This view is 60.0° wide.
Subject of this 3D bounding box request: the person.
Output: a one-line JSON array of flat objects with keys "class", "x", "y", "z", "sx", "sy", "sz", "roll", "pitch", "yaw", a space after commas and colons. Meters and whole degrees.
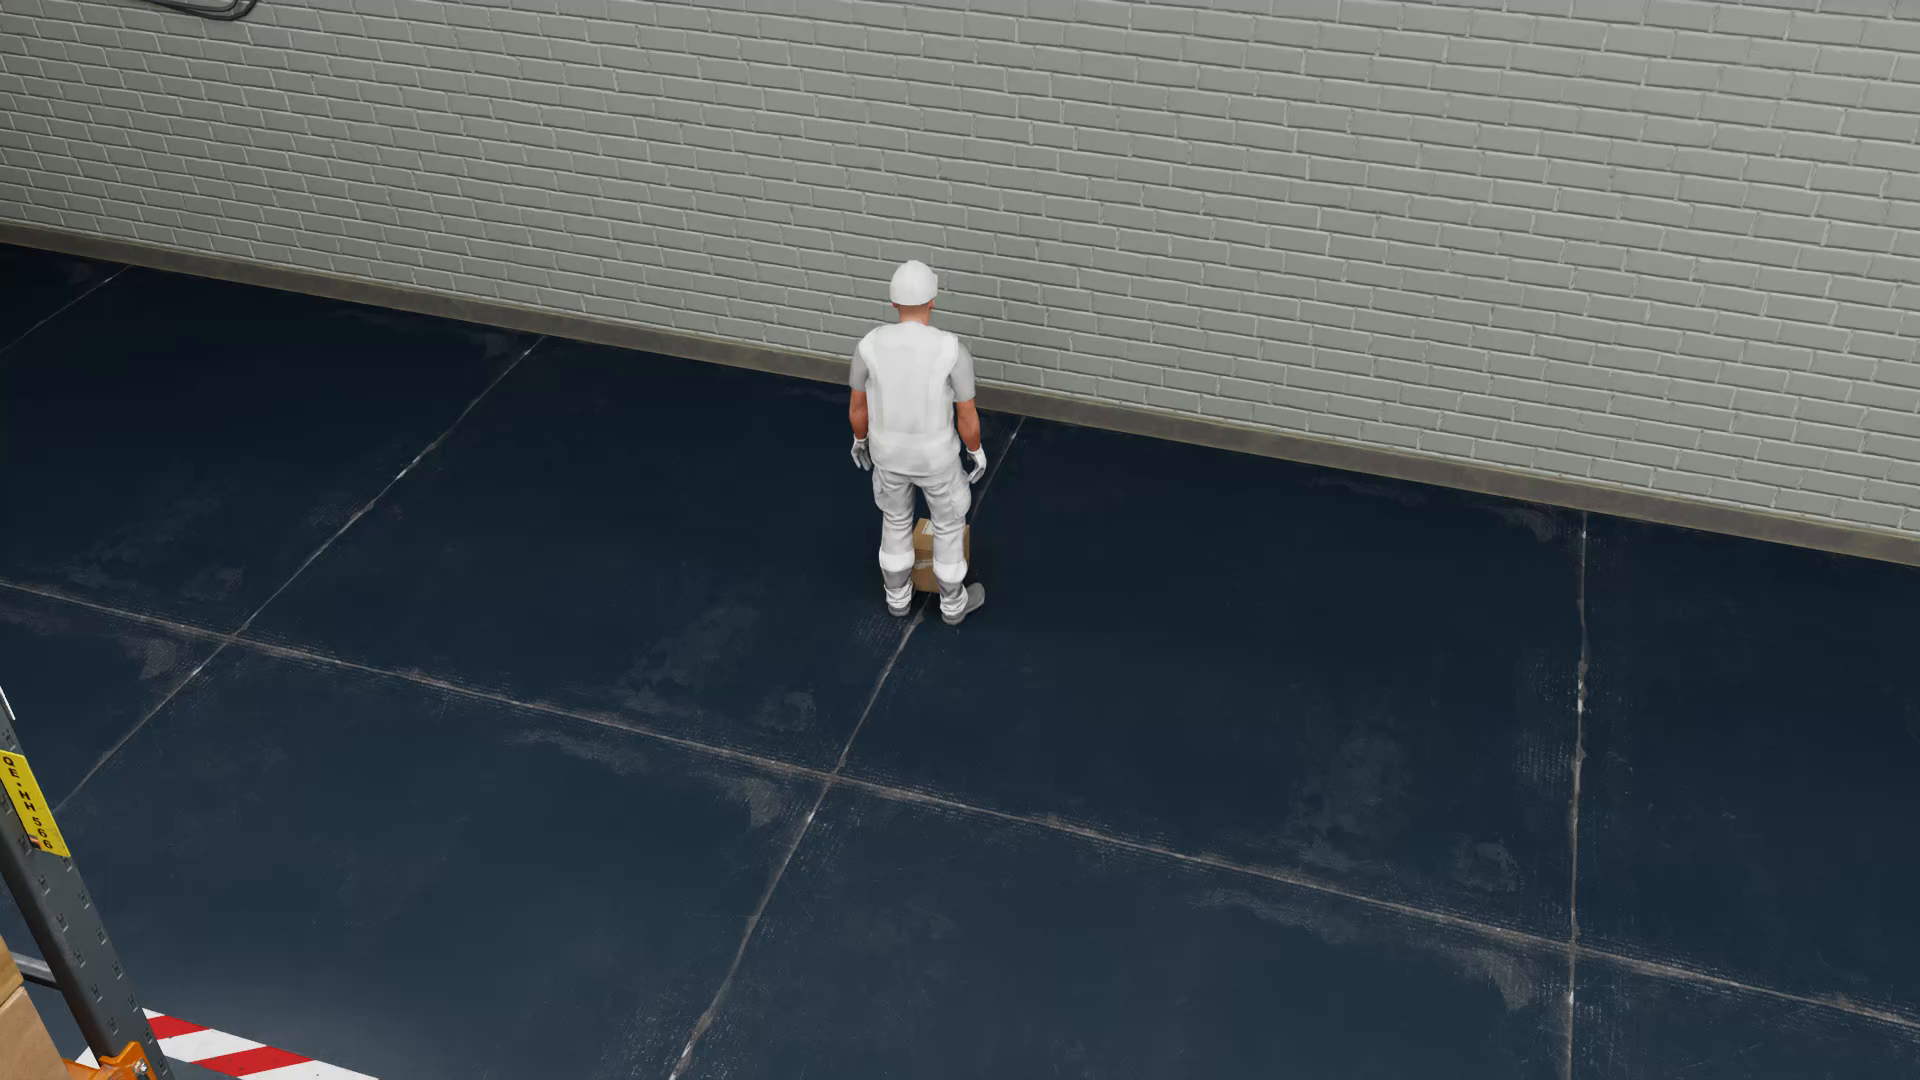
[{"class": "person", "x": -0.189, "y": -0.405, "z": 7.422, "sx": 0.619, "sy": 1.780, "sz": 0.448, "roll": 9, "pitch": 38, "yaw": 11}]
